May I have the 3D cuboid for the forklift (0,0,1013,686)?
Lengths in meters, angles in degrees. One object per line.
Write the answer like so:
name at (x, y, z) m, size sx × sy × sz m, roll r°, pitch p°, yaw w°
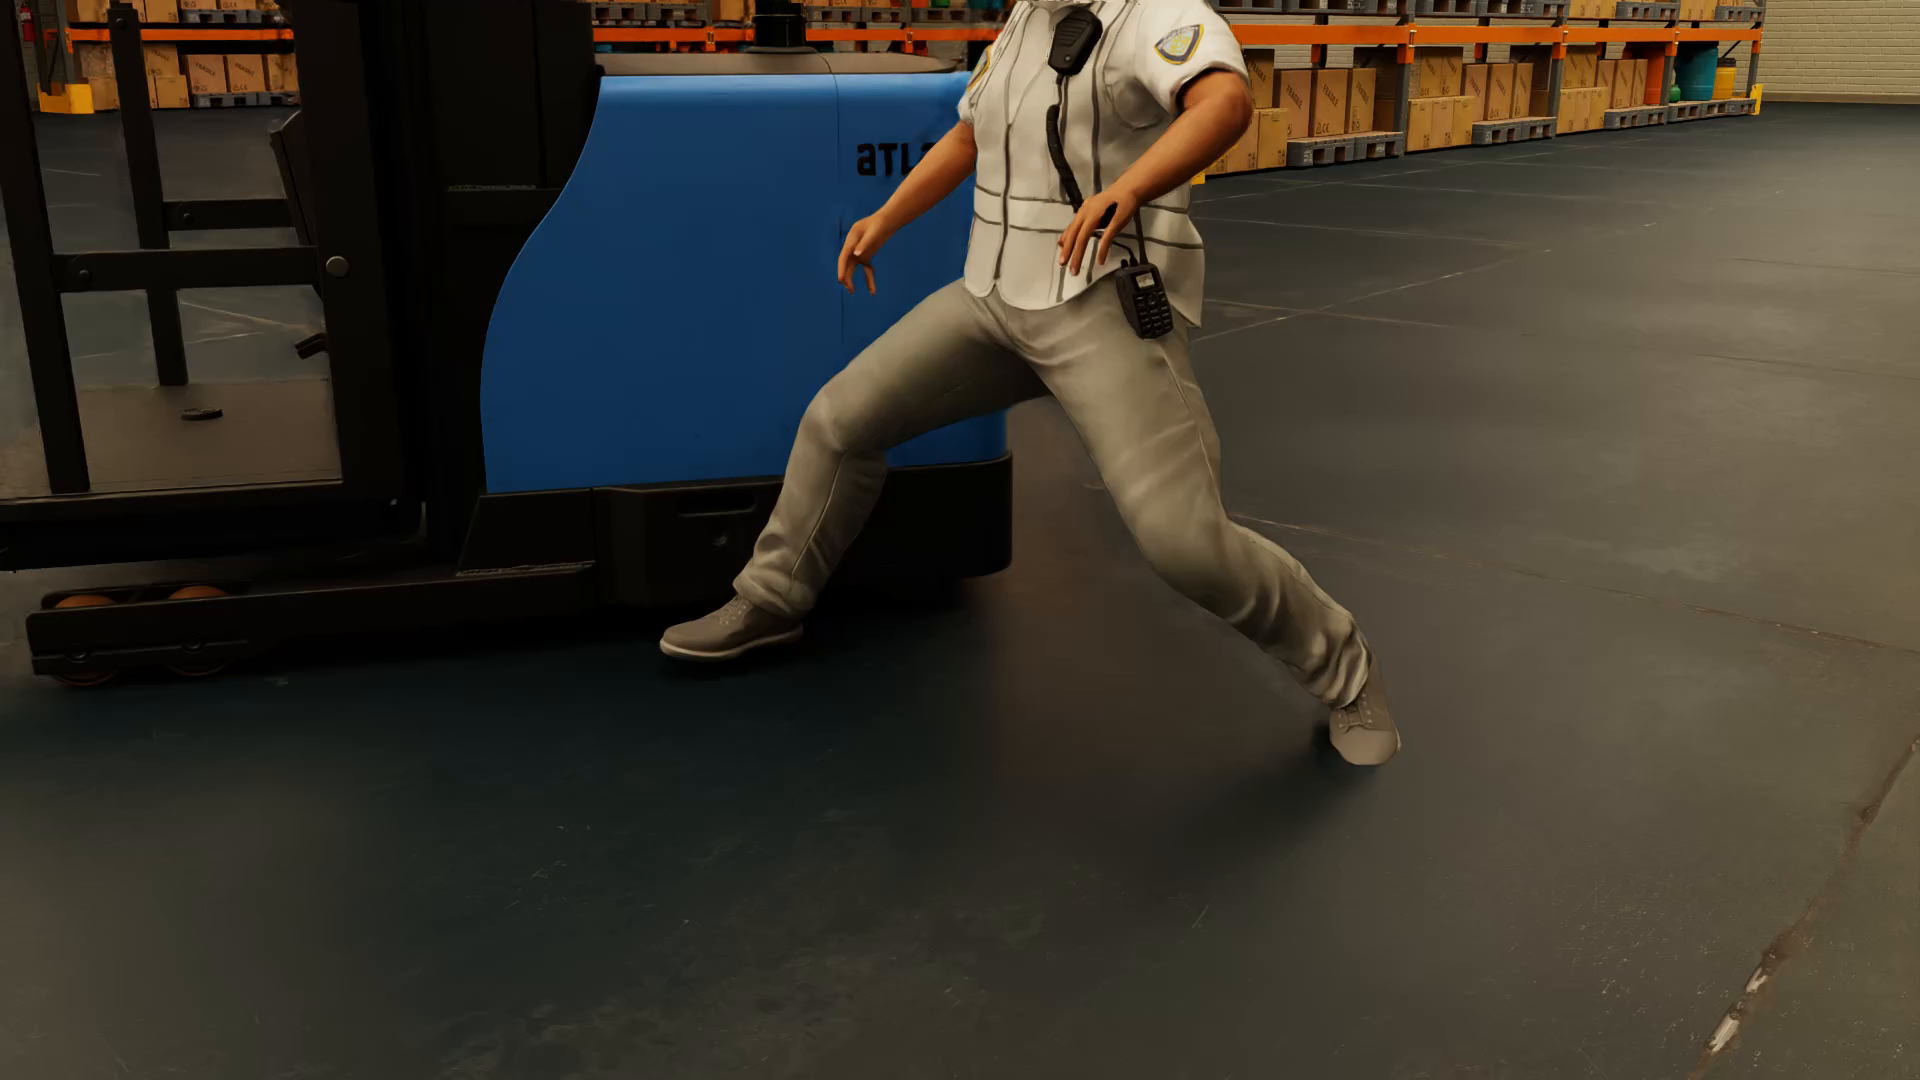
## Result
forklift at (-1.465, -1.303, 3.189) m, size 3.031 × 2.935 × 1.130 m, roll -4°, pitch 17°, yaw -14°

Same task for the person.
person at (0.114, -0.389, 2.772) m, size 0.960 × 1.514 × 1.096 m, roll -11°, pitch 20°, yaw -33°
